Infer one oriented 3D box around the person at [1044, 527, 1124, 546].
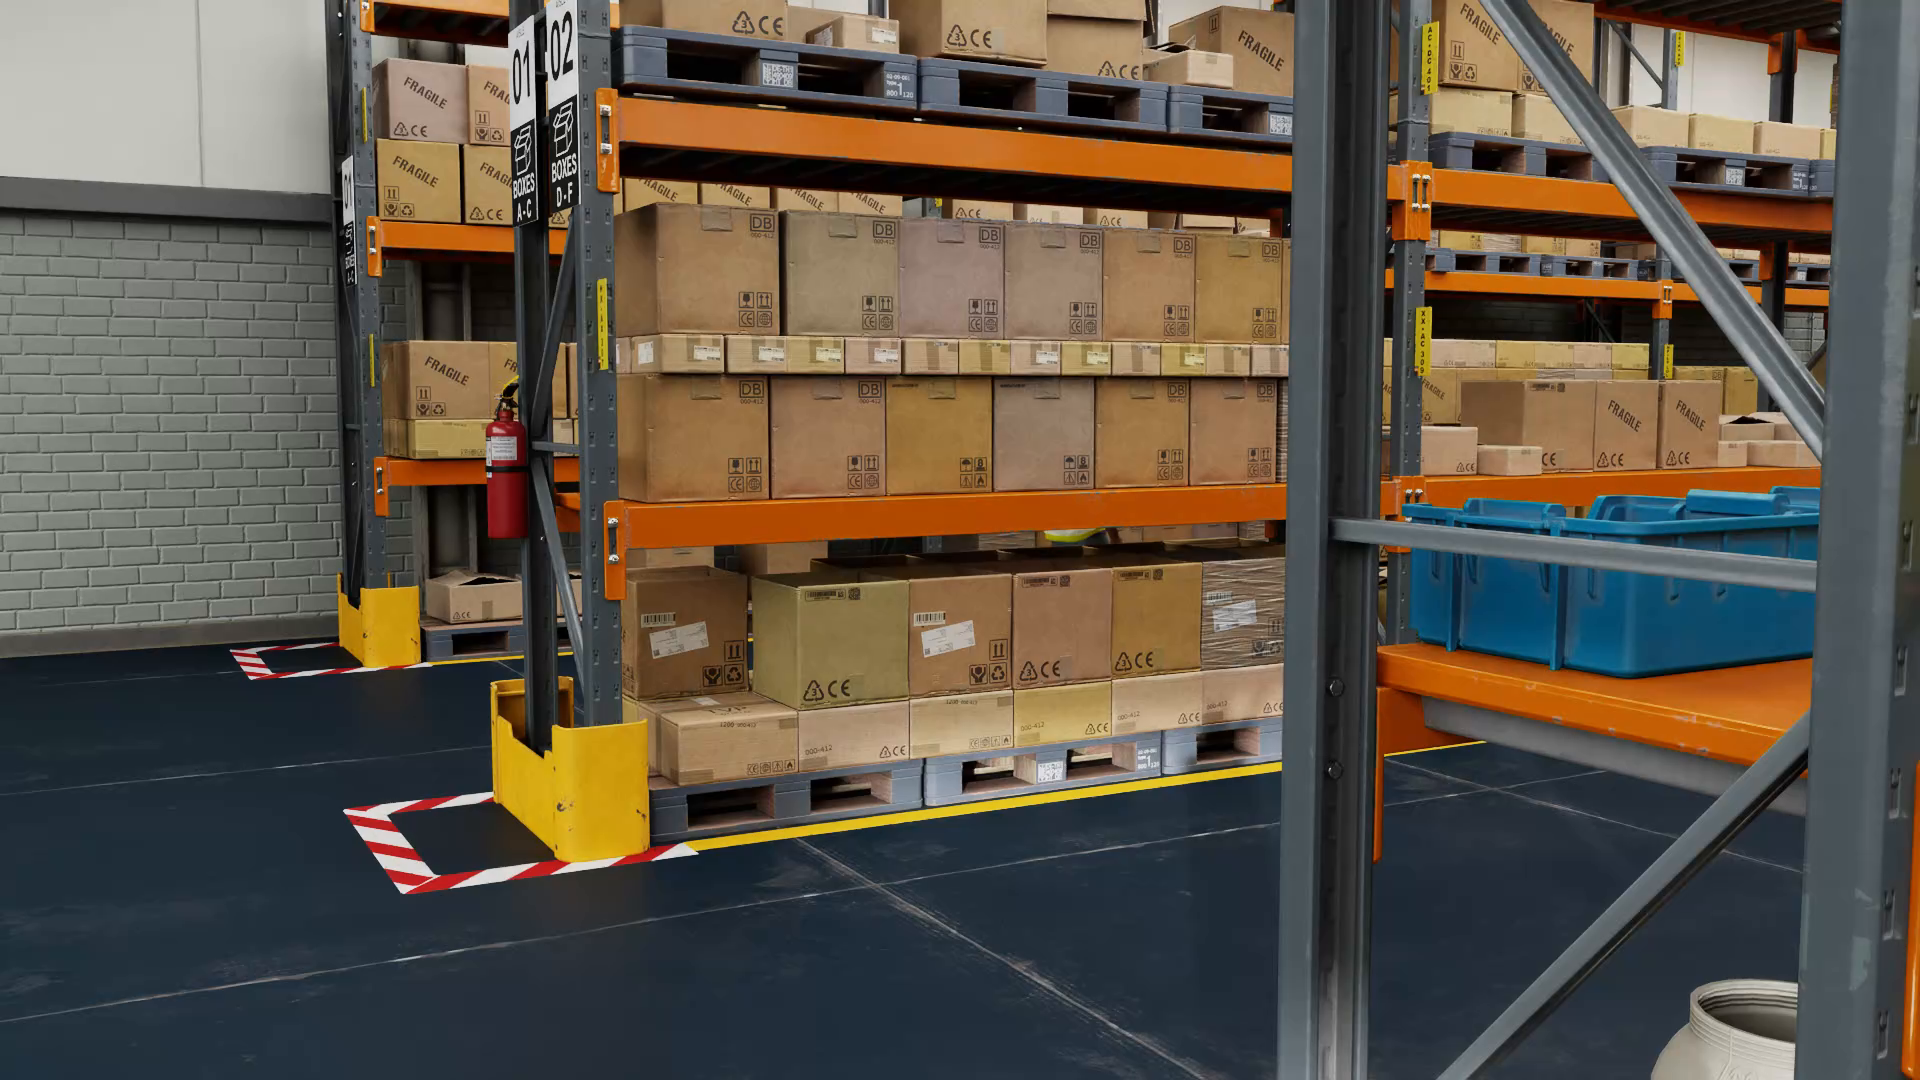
[{"bbox_3d":[0.745,-0.030,9.991,0.455,1.761,0.635,-3,6,-32],"label":"person"}]
